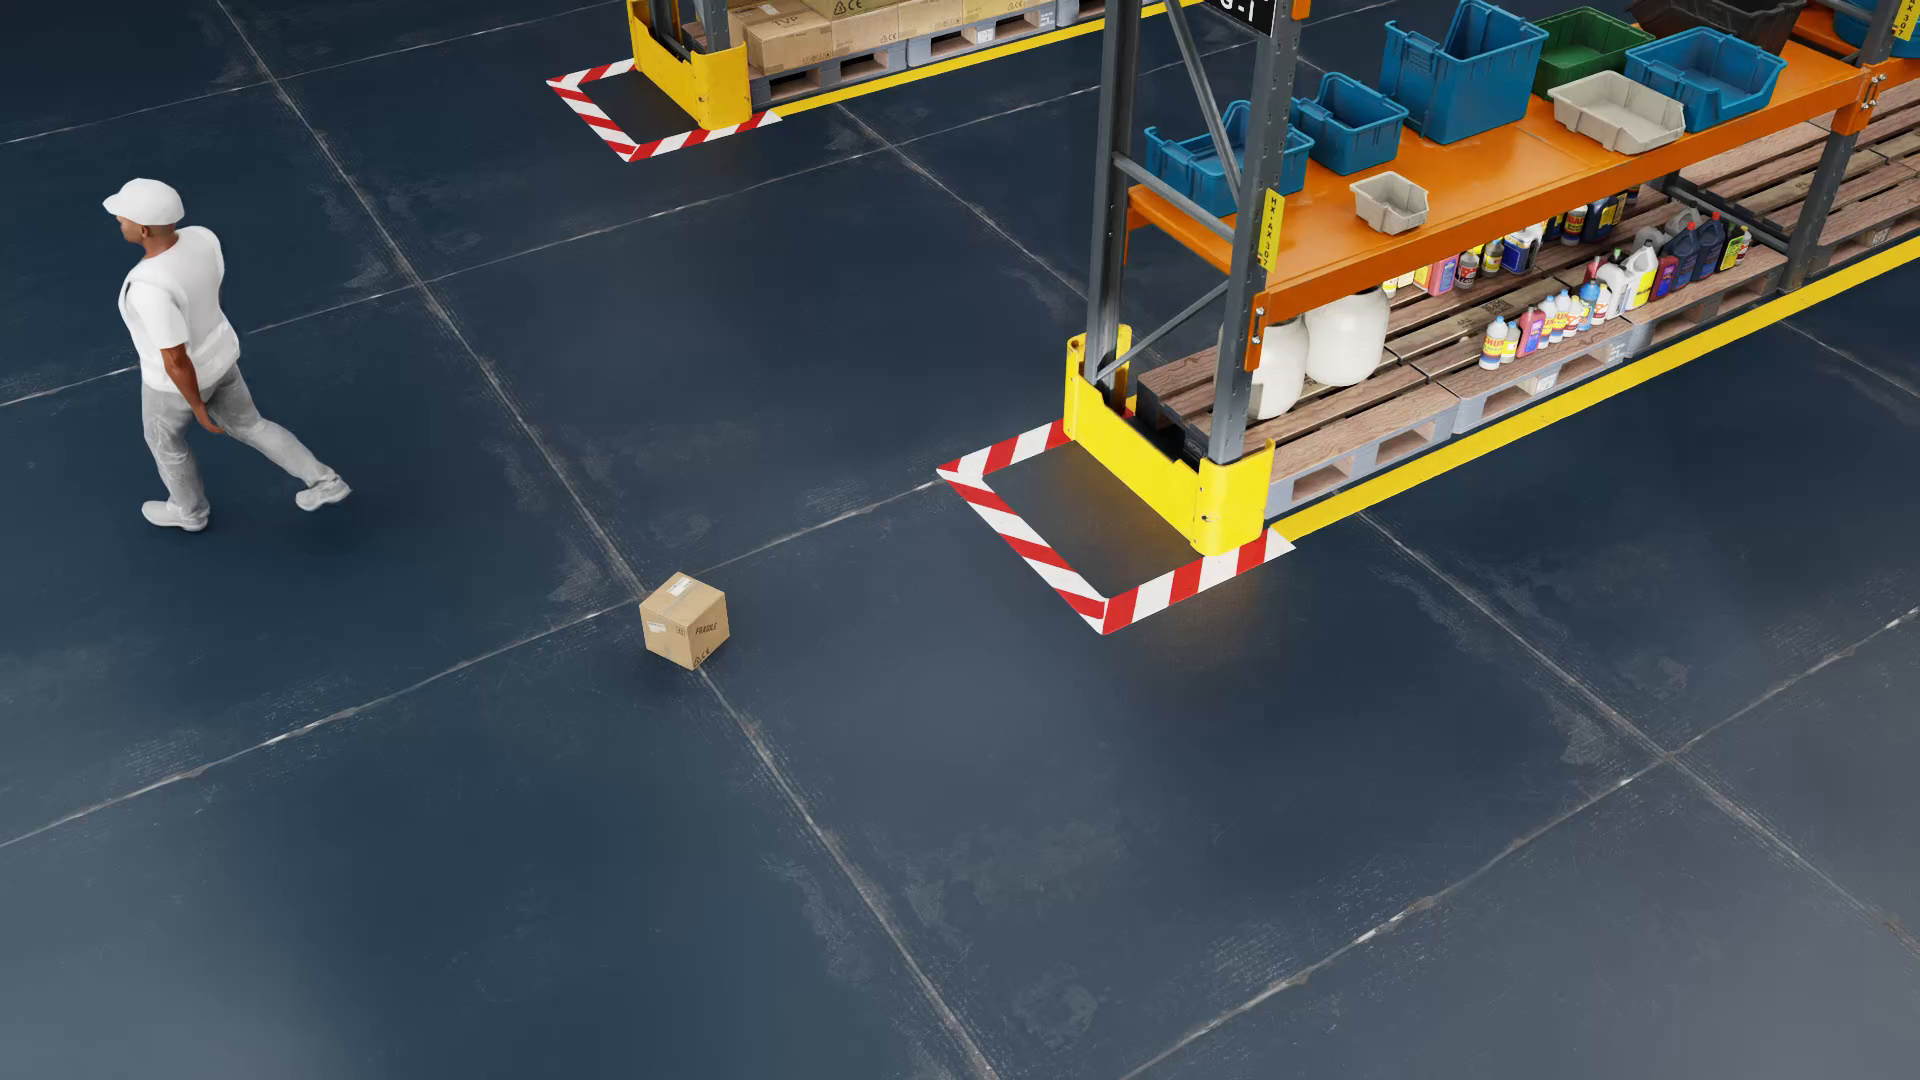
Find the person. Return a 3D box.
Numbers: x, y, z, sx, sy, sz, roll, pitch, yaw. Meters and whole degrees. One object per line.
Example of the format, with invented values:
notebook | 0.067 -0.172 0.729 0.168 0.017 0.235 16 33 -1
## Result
person | -3.220 -0.746 7.009 0.962 1.727 0.557 9 41 11
